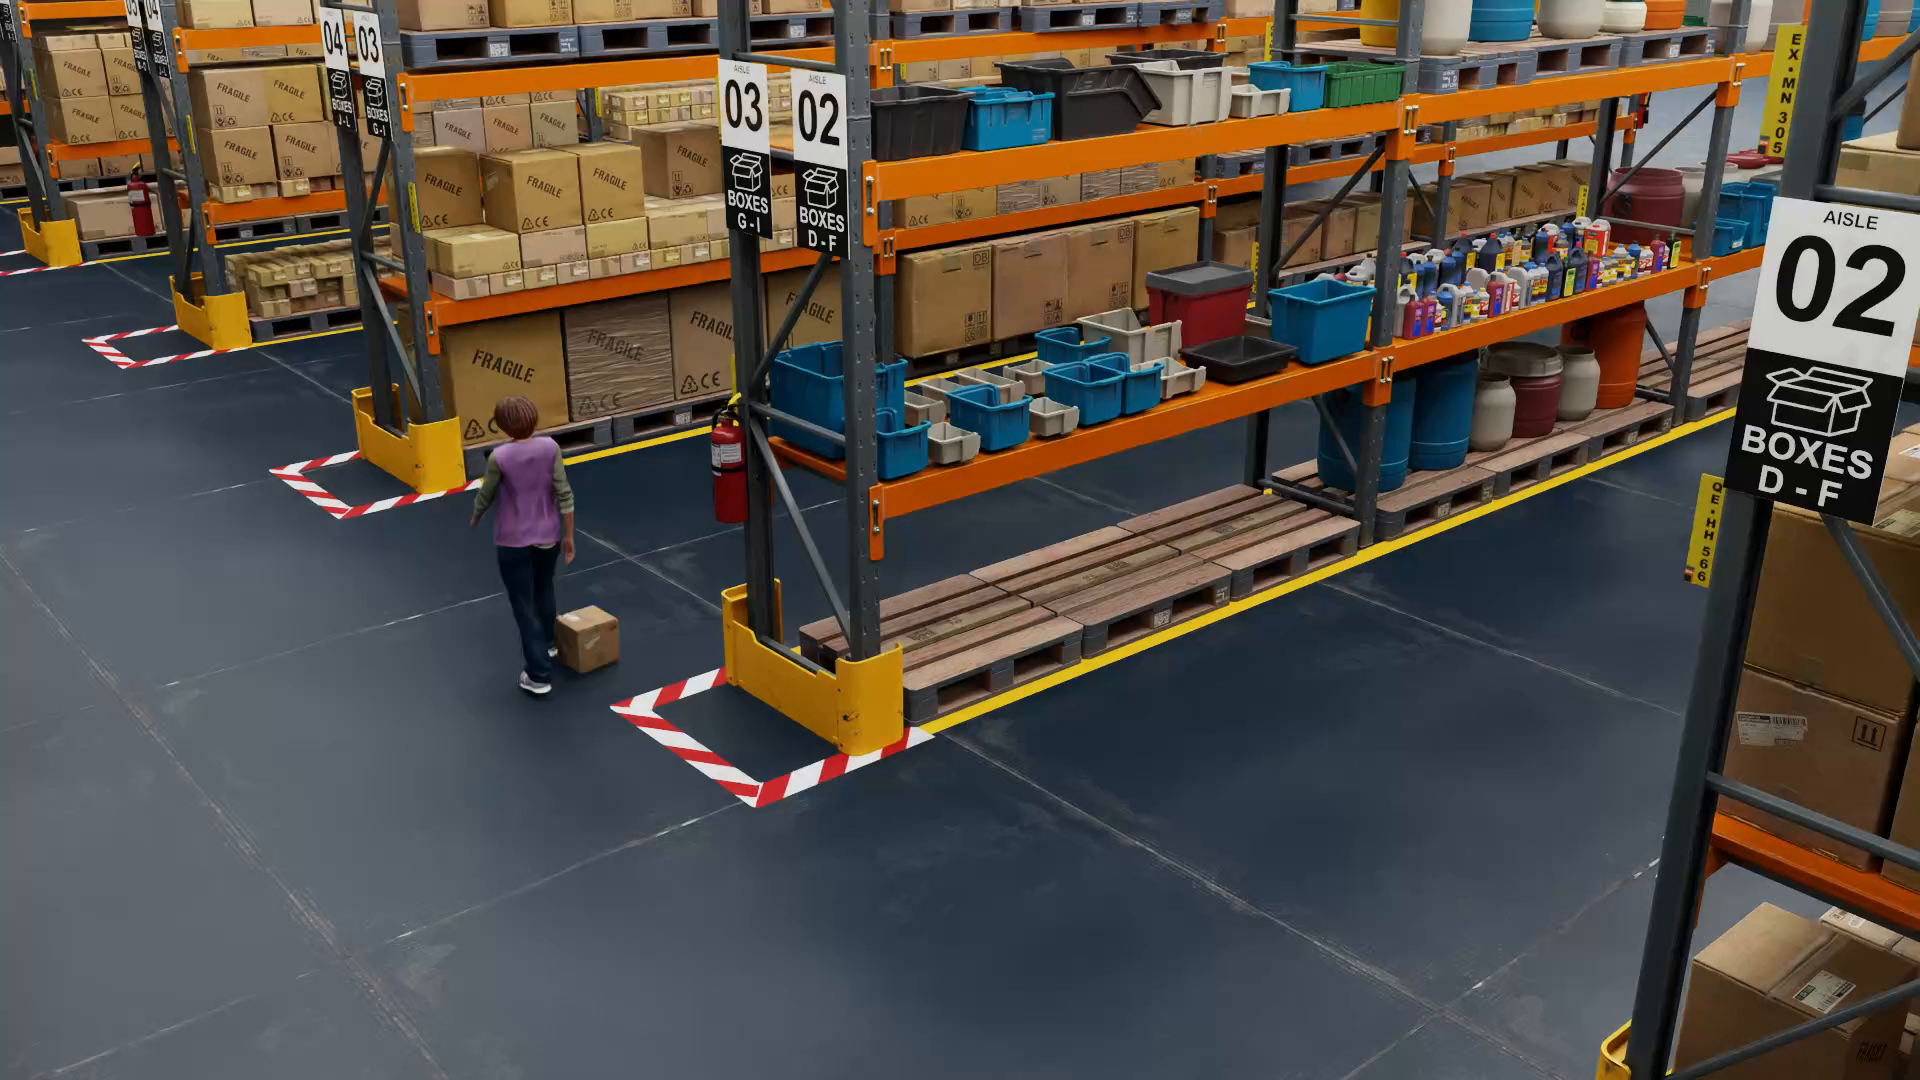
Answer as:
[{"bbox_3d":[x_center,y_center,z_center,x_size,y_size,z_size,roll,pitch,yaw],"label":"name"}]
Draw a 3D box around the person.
[{"bbox_3d":[-2.282,-0.016,8.626,0.436,1.590,0.646,-16,26,-35],"label":"person"}]
